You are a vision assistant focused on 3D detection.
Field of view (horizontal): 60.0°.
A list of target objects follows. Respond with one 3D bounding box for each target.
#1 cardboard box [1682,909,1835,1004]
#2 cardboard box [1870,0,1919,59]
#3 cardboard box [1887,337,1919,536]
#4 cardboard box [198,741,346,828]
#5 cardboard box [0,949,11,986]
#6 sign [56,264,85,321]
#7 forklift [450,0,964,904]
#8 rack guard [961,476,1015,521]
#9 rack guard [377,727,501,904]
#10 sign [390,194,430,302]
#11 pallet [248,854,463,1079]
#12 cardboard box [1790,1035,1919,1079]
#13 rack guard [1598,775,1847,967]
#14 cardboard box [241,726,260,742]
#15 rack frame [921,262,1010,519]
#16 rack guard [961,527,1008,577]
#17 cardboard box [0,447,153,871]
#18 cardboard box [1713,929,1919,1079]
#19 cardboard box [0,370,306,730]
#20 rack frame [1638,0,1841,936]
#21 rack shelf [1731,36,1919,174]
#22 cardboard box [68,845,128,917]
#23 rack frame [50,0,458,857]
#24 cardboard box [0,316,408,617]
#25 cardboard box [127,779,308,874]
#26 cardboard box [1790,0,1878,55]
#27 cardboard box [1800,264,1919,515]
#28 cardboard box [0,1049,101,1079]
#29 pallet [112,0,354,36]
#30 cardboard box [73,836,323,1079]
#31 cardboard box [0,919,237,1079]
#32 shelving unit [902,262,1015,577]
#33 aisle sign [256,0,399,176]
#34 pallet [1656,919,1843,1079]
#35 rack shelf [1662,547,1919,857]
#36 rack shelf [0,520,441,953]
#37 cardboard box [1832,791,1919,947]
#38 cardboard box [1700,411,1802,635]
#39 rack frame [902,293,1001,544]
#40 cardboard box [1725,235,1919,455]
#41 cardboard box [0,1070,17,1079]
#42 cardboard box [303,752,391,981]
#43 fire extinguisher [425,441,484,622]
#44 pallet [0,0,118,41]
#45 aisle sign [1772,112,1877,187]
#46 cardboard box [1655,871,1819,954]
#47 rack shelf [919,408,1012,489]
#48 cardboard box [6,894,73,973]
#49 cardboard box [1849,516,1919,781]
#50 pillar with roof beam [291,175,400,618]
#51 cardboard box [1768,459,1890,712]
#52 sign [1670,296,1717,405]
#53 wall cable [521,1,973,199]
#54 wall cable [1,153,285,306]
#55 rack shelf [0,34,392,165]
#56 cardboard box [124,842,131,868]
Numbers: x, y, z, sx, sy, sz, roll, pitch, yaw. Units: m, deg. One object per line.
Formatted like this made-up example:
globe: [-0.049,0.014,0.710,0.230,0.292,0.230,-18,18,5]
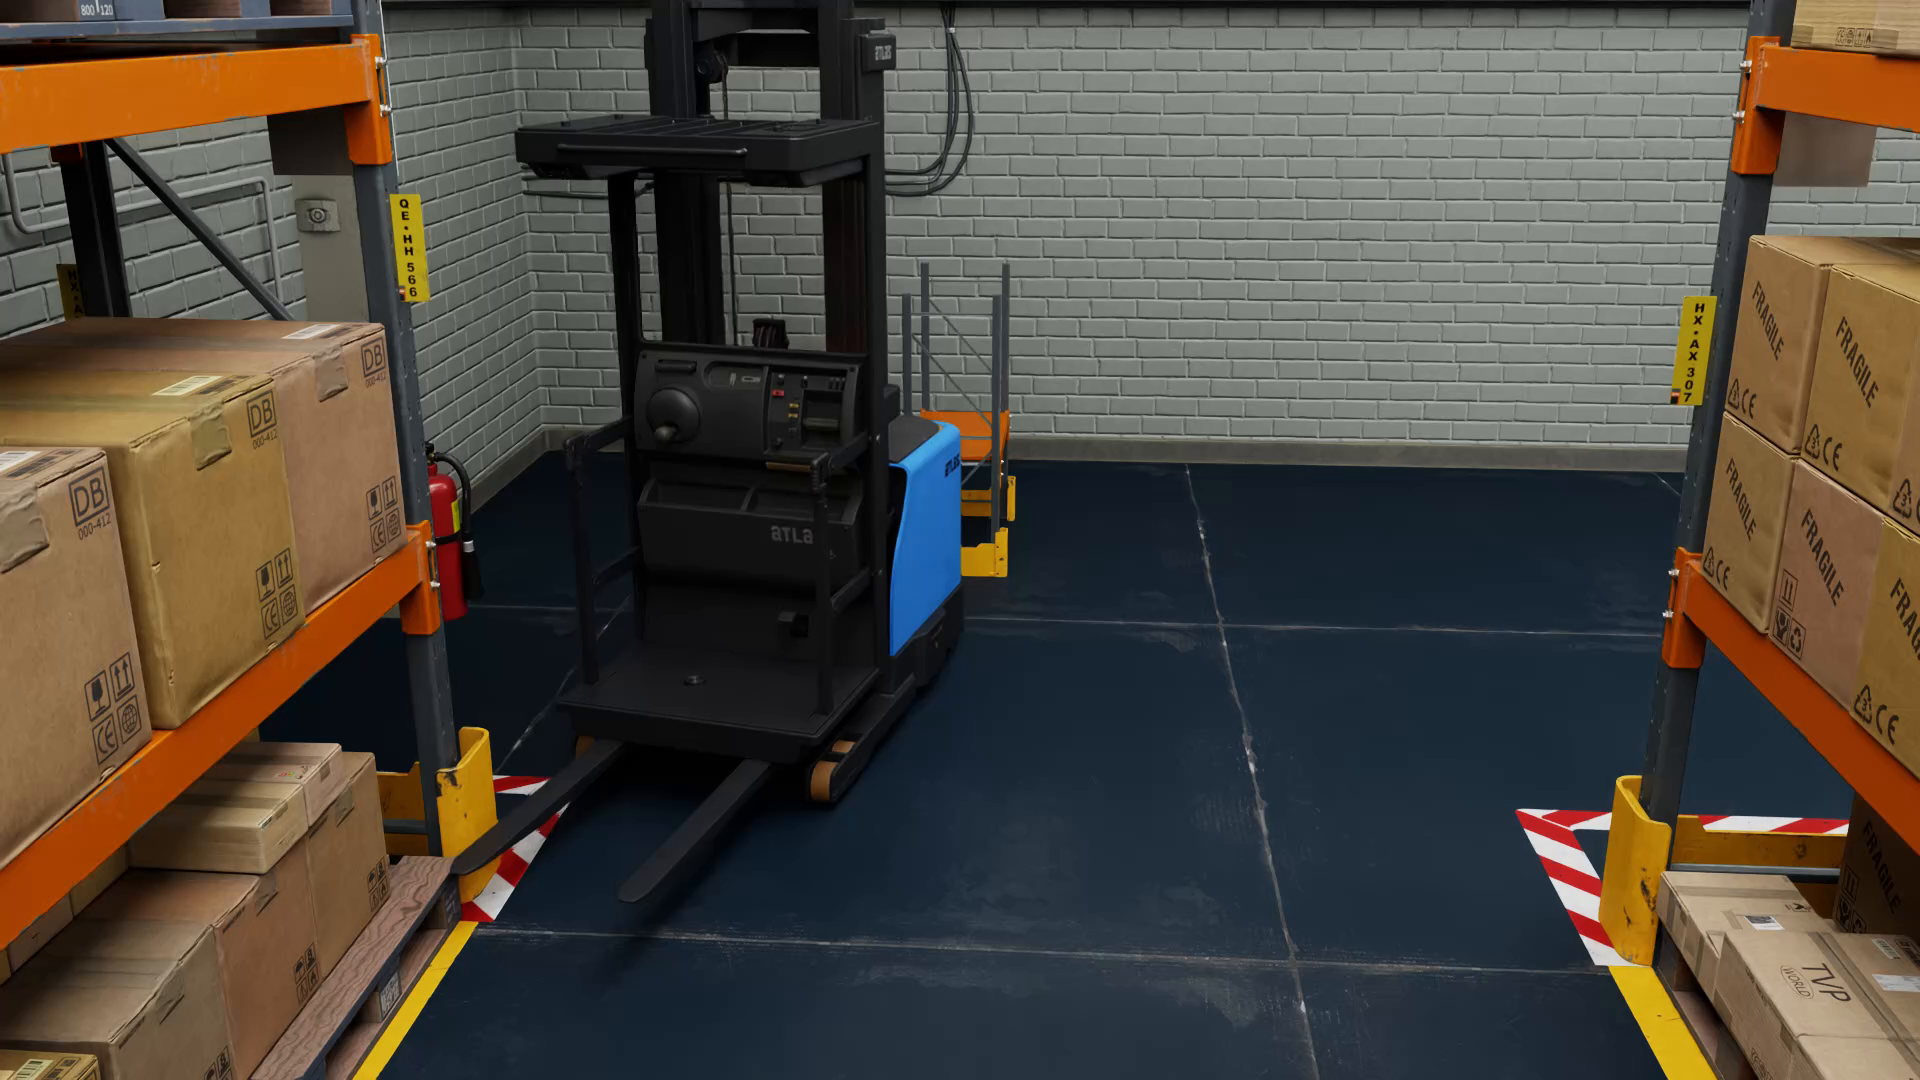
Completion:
cardboard box: [2.325,1.201,4.784,0.380,0.166,0.250,1,18,4]
cardboard box: [2.376,-1.181,3.635,0.500,0.250,0.500,1,18,4]
cardboard box: [2.350,-0.209,3.478,0.500,0.500,0.500,2,18,5]
cardboard box: [-2.004,0.698,4.774,0.380,0.149,0.250,1,18,3]
cardboard box: [-2.456,1.005,3.838,0.380,0.149,0.250,1,18,4]
sign: [-2.779,-0.709,5.252,0.100,0.325,0.005,1,18,4]
forklift: [-0.901,-0.522,6.310,1.130,2.935,3.031,5,19,16]
rack guard: [0.030,-0.250,9.784,0.587,0.250,0.087,1,18,4]
rack guard: [-2.224,0.935,5.767,1.175,0.500,0.348,1,18,4]
sign: [-1.686,-0.892,5.088,0.100,0.325,0.005,1,18,4]
pallet: [-2.205,1.330,5.026,1.003,0.211,1.213,1,18,4]
cardboard box: [2.322,1.435,3.937,0.500,0.250,0.500,1,18,4]
rack guard: [2.710,1.075,5.339,1.175,0.500,0.348,1,18,4]
cardboard box: [-2.367,0.611,5.040,0.380,0.149,0.250,1,18,4]
rack frame: [0.030,-0.844,9.590,0.500,1.500,0.032,1,18,4]
rack guard: [-0.041,0.060,8.840,0.587,0.250,0.087,1,18,4]
cardboard box: [-2.357,0.233,3.412,0.980,0.700,0.700,0,18,1]
cardboard box: [2.358,1.279,4.411,0.500,0.250,0.500,1,18,4]
cardboard box: [-2.294,-0.003,4.134,0.980,0.700,0.700,1,18,3]
rack frame: [2.715,-0.136,5.021,1.000,3.000,0.127,1,18,4]
rack shelf: [2.572,-0.599,2.771,1.077,0.370,4.000,1,18,4]
cardboard box: [-2.421,0.846,4.323,0.380,0.149,0.250,1,18,4]
rack frame: [-2.226,-0.246,5.355,1.000,3.000,0.127,1,18,4]
cardboard box: [-2.252,-0.230,4.825,0.980,0.700,0.700,2,18,6]
cardboard box: [-2.021,0.777,4.531,0.380,0.149,0.250,2,18,5]
cardboard box: [2.425,-1.336,4.108,0.500,0.250,0.500,1,18,4]
cardboard box: [2.391,-0.364,3.951,0.500,0.500,0.500,1,18,4]
cardboard box: [-2.278,1.440,3.552,0.700,0.500,0.500,2,18,5]
pallet: [-2.269,-1.398,4.198,1.003,0.211,1.213,1,18,4]
cardboard box: [-2.212,1.118,4.535,0.700,0.500,0.500,1,18,4]
cardboard box: [-2.248,1.274,4.058,0.700,0.500,0.500,1,18,2]
shelving unit: [-0.005,-0.689,9.117,0.587,1.500,1.083,1,18,4]
aisle sign: [-1.922,-1.497,4.998,0.394,0.787,0.004,1,18,4]
pallet: [2.654,1.460,4.628,1.003,0.211,1.213,1,18,4]
rack shelf: [2.572,0.827,3.238,1.077,0.370,4.000,1,18,4]
rack shelf: [-2.369,0.717,3.572,1.077,0.370,4.000,1,18,4]
cardboard box: [2.922,1.017,4.810,0.500,0.500,0.500,1,18,4]
cardboard box: [2.420,-0.052,4.603,0.500,0.500,0.500,2,18,5]
rack frame: [-0.043,-0.528,8.627,0.500,1.500,0.032,1,18,4]
cardboard box: [2.420,-0.527,4.447,0.500,0.500,0.500,2,18,6]
cardboard box: [-2.113,1.182,3.296,0.380,0.149,0.250,1,18,2]
cardboard box: [-2.176,0.962,5.009,0.700,0.500,0.500,1,18,4]
fire extinguisher: [-1.755,-0.068,5.537,0.296,0.674,0.183,1,18,4]
pallet: [-2.353,-1.018,3.039,1.003,0.211,1.213,1,18,4]
aisle sign: [2.427,-1.399,4.701,0.394,0.787,0.004,1,18,4]
cardboard box: [2.342,1.132,5.023,0.380,0.149,0.250,1,18,4]
rack shelf: [-0.006,-0.515,9.165,0.538,0.185,1.000,1,18,4]
cardboard box: [-2.438,0.925,4.081,0.380,0.149,0.250,2,18,5]
cardboard box: [2.350,0.264,3.638,0.500,0.500,0.500,1,18,4]
pillar with roof beam: [1.399,-3.858,6.746,9.100,9.000,0.400,1,18,4]
cardboard box: [2.389,0.109,4.114,0.500,0.500,0.500,1,18,3]
sign: [2.174,-0.560,4.923,0.100,0.325,0.005,1,18,4]
wall cable: [-1.464,-3.370,10.241,3.097,2.526,0.112,1,18,4]
wall cable: [-3.078,-1.147,6.475,0.084,1.984,1.851,1,18,4]
rack shelf: [-2.369,-0.708,3.105,1.077,0.370,4.000,1,18,4]
cardboard box: [-2.402,0.768,4.560,0.380,0.149,0.250,1,18,4]
